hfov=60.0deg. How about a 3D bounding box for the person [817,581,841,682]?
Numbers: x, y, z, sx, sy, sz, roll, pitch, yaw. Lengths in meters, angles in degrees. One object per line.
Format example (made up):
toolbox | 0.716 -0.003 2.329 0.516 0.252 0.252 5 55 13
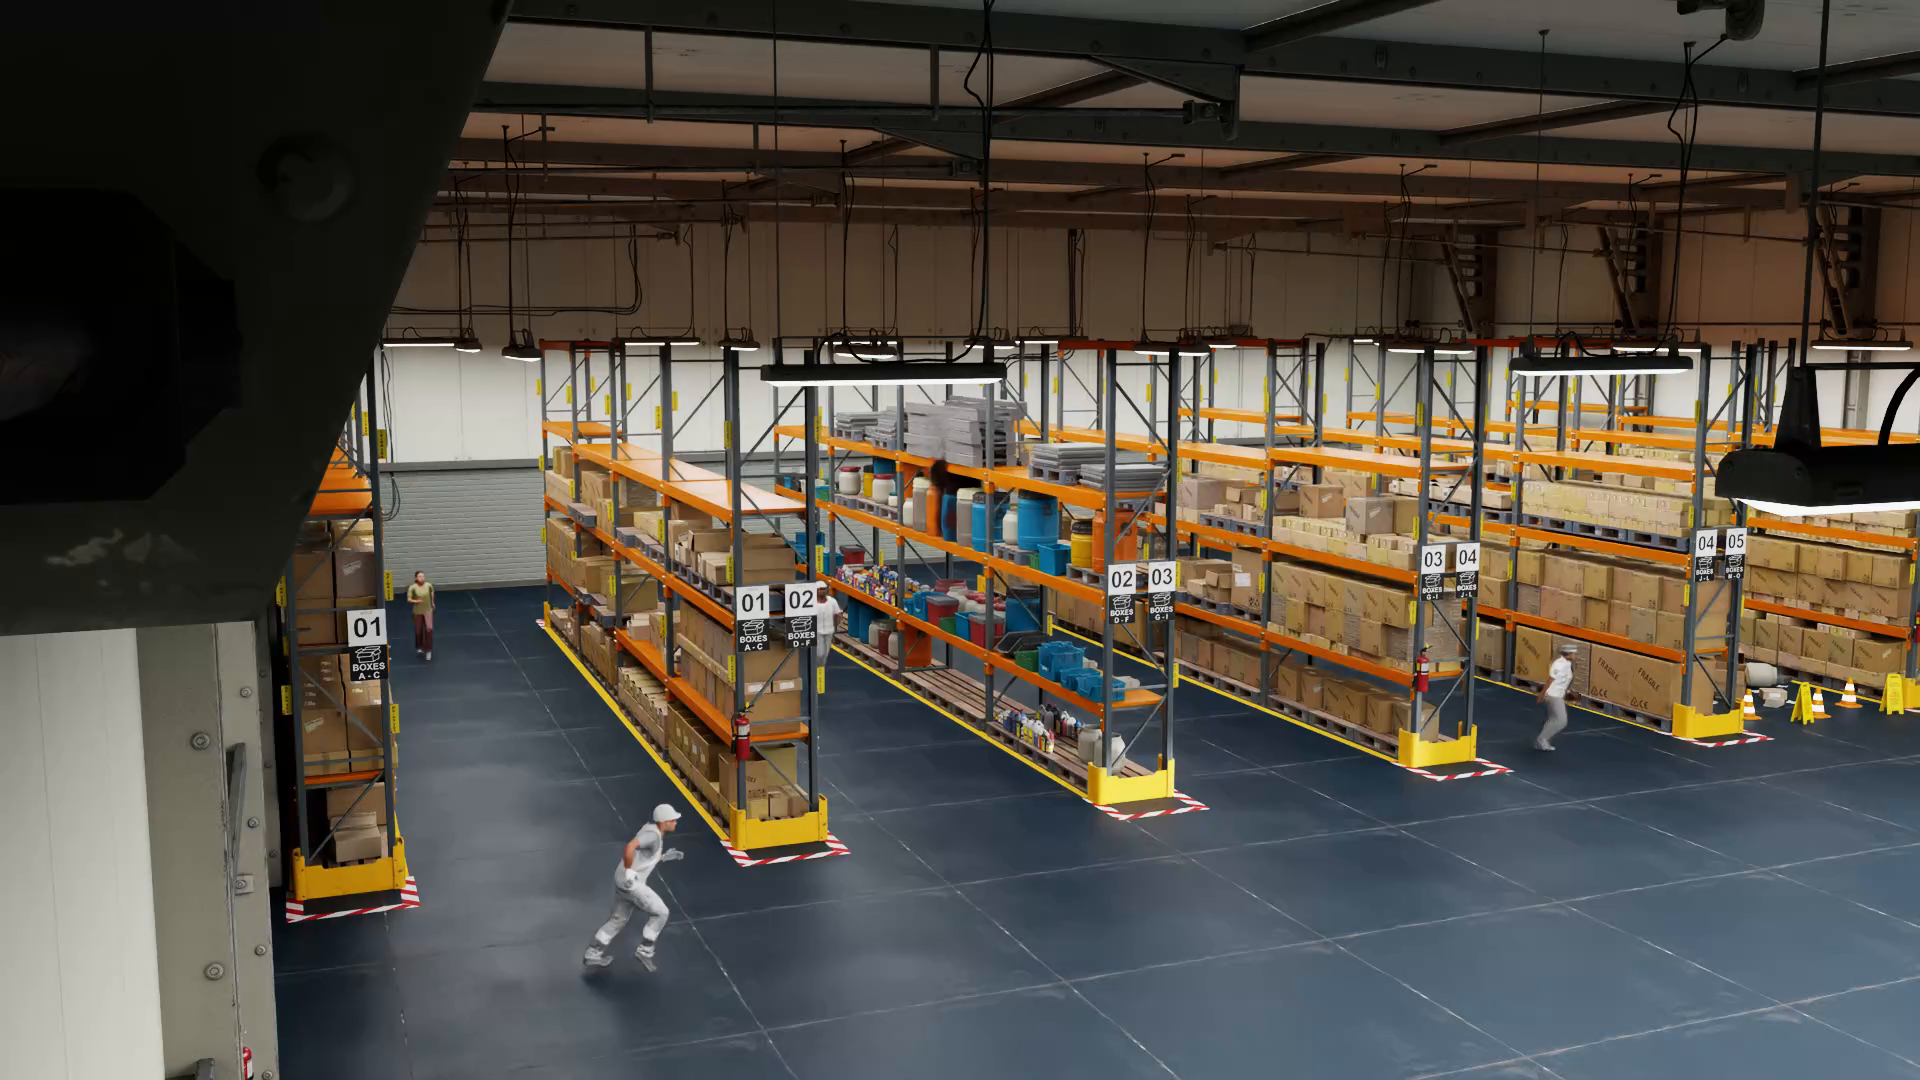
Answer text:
person | -2.308 1.585 27.818 0.709 1.813 0.671 -3 8 -22

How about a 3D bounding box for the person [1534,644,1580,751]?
person | 8.862 2.341 24.647 0.583 1.612 0.595 4 8 25

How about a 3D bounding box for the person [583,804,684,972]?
person | -3.189 3.430 16.218 0.993 1.696 0.714 -1 8 -10

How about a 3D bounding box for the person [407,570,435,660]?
person | -10.203 1.413 31.518 0.530 1.713 0.804 -3 8 -24
